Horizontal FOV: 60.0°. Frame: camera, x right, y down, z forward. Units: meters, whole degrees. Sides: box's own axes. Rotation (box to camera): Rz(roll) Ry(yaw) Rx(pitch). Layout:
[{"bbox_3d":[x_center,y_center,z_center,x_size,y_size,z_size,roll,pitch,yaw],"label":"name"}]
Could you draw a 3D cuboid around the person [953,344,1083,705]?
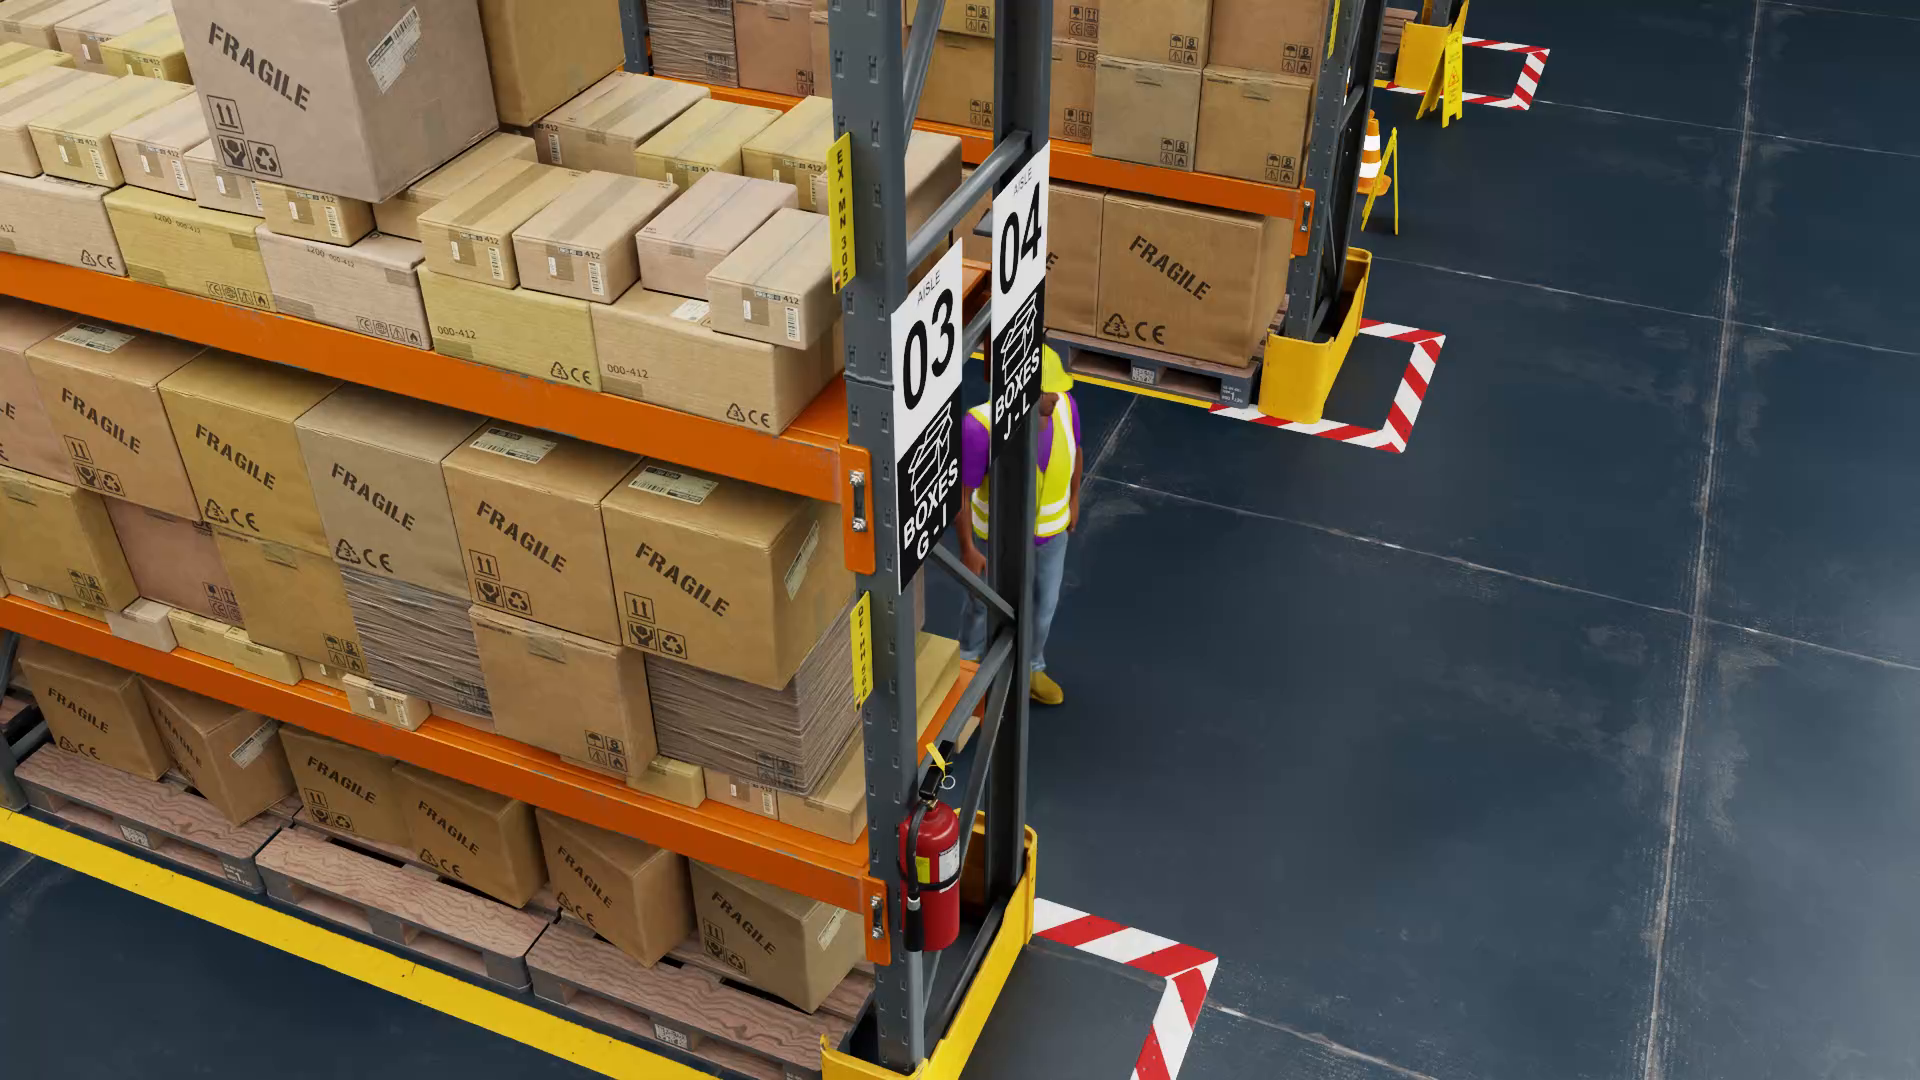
[{"bbox_3d":[0.214,-0.057,6.875,0.693,1.779,0.501,-15,40,-19],"label":"person"}]
